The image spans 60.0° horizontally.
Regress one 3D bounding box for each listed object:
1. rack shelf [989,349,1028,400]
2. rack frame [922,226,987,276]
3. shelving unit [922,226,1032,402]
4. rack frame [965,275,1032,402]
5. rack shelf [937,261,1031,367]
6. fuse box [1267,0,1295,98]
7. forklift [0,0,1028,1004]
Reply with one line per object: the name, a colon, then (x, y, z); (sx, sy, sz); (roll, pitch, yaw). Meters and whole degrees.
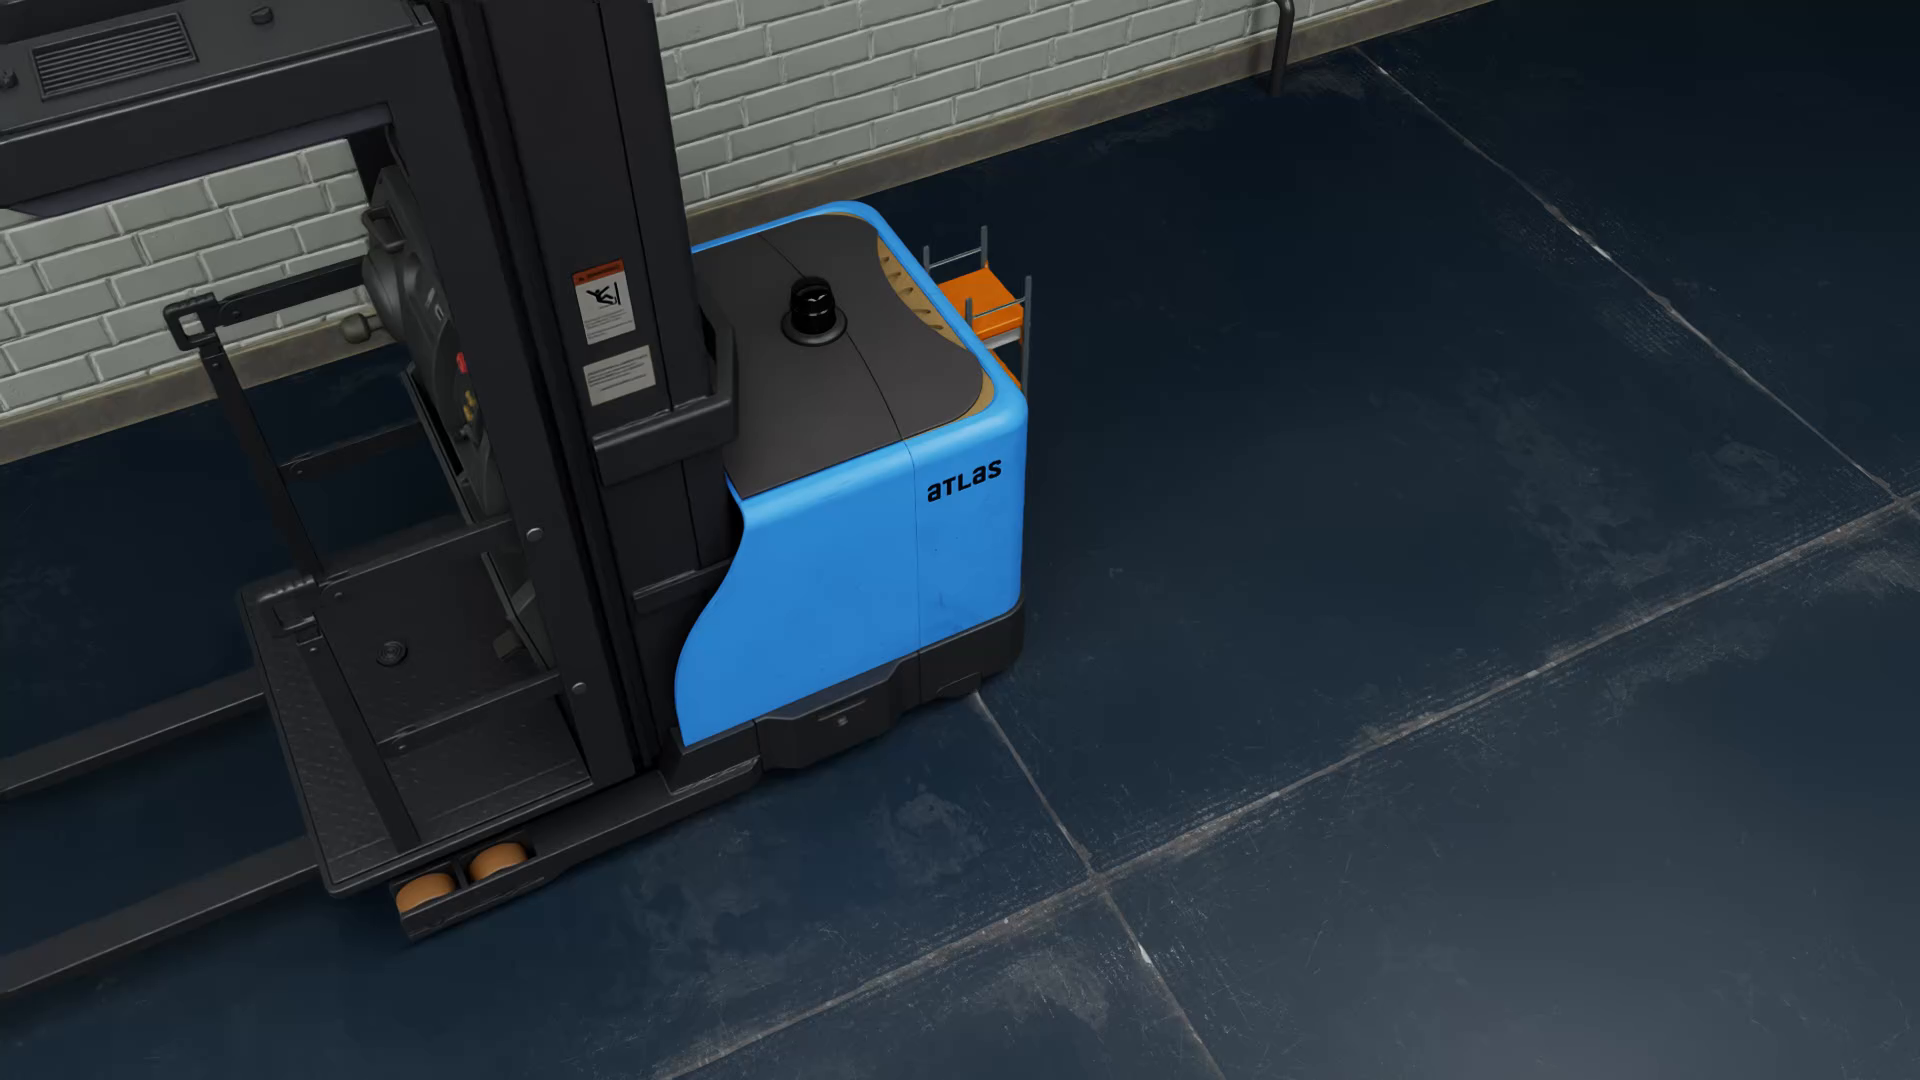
rack shelf: (0.045, -0.402, 4.919); (0.215, 0.259, 0.240); (-22, 53, -18)
rack frame: (-0.014, -0.490, 4.981); (0.200, 1.050, 0.008); (-22, 53, -18)
shelving unit: (0.045, -0.409, 4.911); (0.215, 1.050, 0.252); (-22, 53, -18)
rack frame: (0.104, -0.329, 4.840); (0.200, 1.050, 0.008); (-22, 53, -18)
rack shelf: (0.045, -0.589, 4.705); (0.215, 0.259, 0.240); (-22, 53, -18)
fuse box: (1.333, -2.395, 6.208); (0.539, 1.711, 0.414); (-21, 52, -18)
forklift: (-1.361, -0.398, 3.651); (3.031, 2.935, 1.130); (-22, 52, -18)
